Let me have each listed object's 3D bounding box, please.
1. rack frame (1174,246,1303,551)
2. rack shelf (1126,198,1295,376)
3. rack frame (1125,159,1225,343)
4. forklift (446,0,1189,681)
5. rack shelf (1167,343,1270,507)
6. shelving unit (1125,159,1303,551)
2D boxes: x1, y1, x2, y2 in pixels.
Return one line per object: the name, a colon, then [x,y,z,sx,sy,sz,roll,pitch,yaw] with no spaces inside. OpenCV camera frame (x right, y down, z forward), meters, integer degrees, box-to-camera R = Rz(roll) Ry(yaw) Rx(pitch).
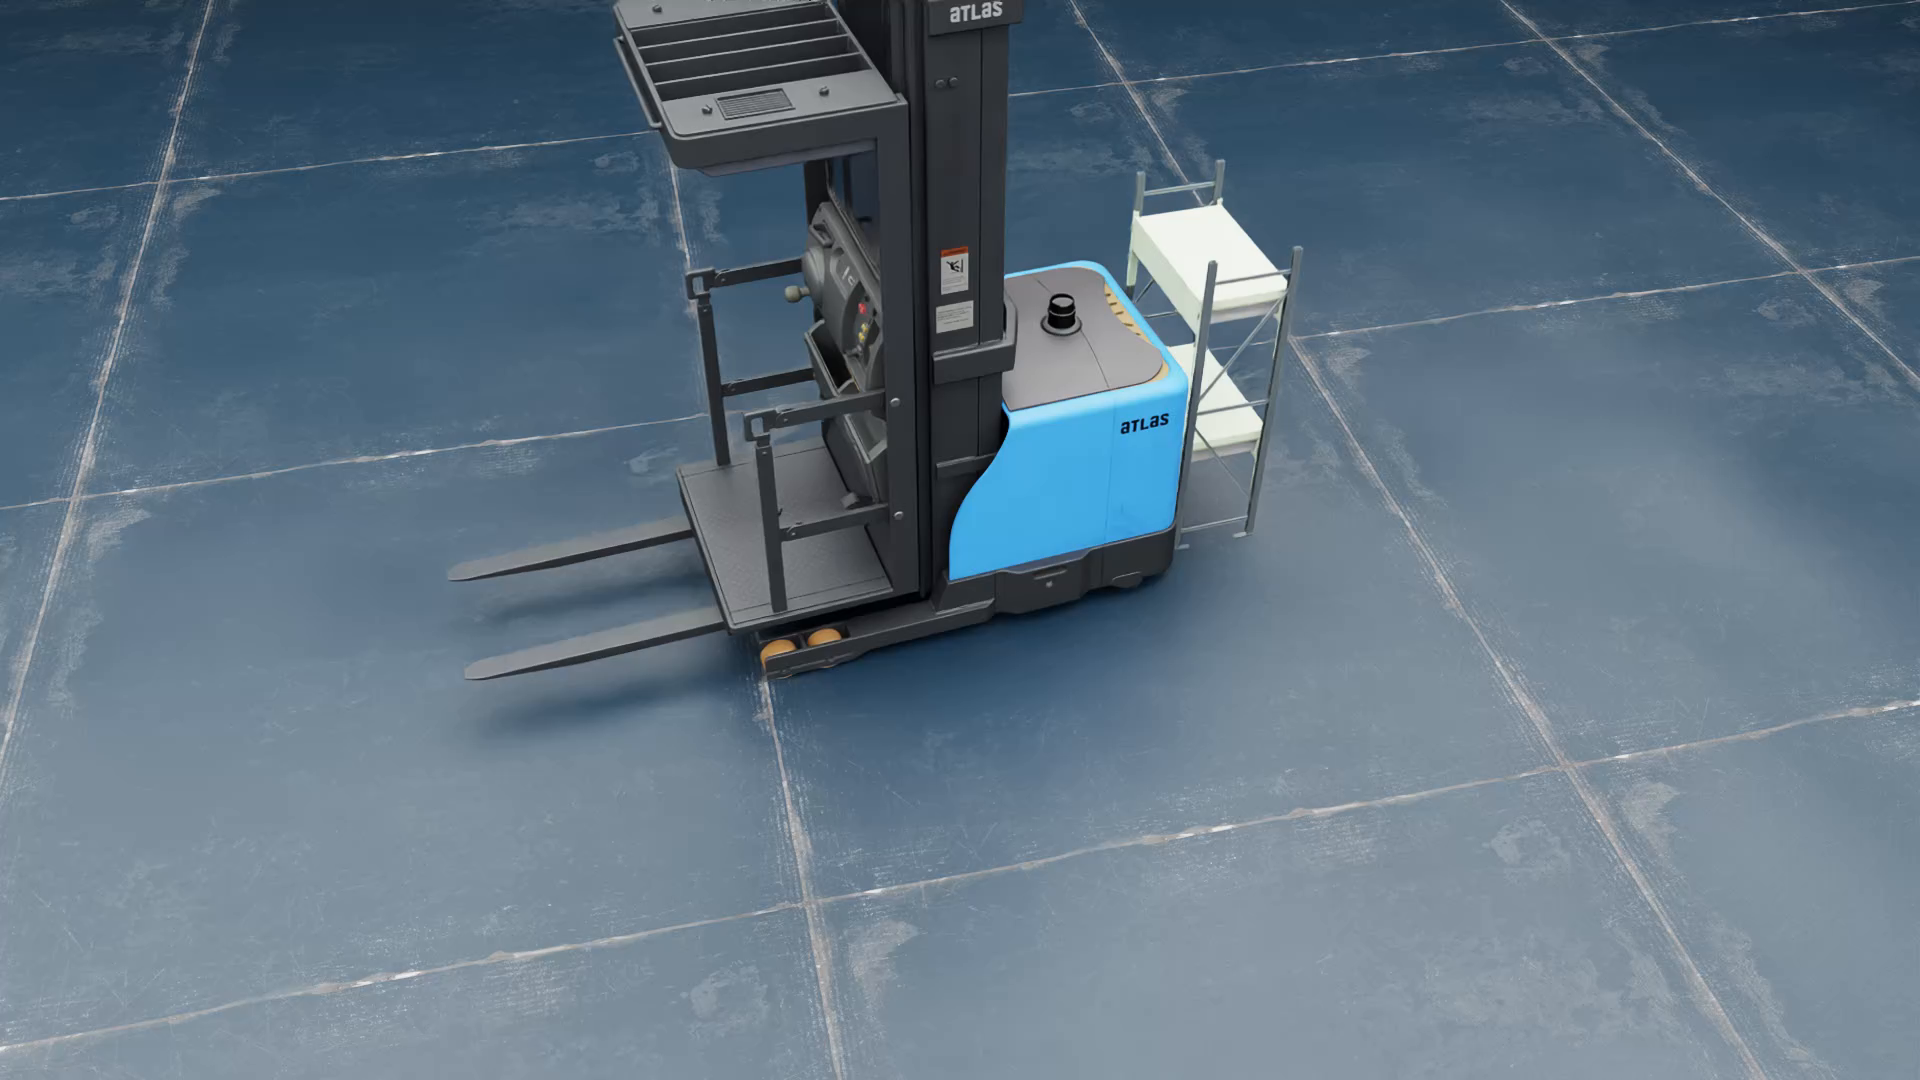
rack frame: [1.149,-0.556,7.022,0.400,1.500,0.023,-11,43,-14]
rack shelf: [1.044,-1.081,7.025,0.431,0.370,0.720,-11,43,-14]
rack frame: [0.925,-1.019,7.543,0.400,1.500,0.023,-11,43,-14]
forklift: [-0.637,-0.918,6.358,3.031,2.935,1.130,-13,43,-14]
rack shelf: [1.031,-0.542,7.498,0.431,0.370,0.720,-11,43,-14]
shelving unit: [1.037,-0.787,7.283,0.431,1.500,0.755,-11,43,-14]
